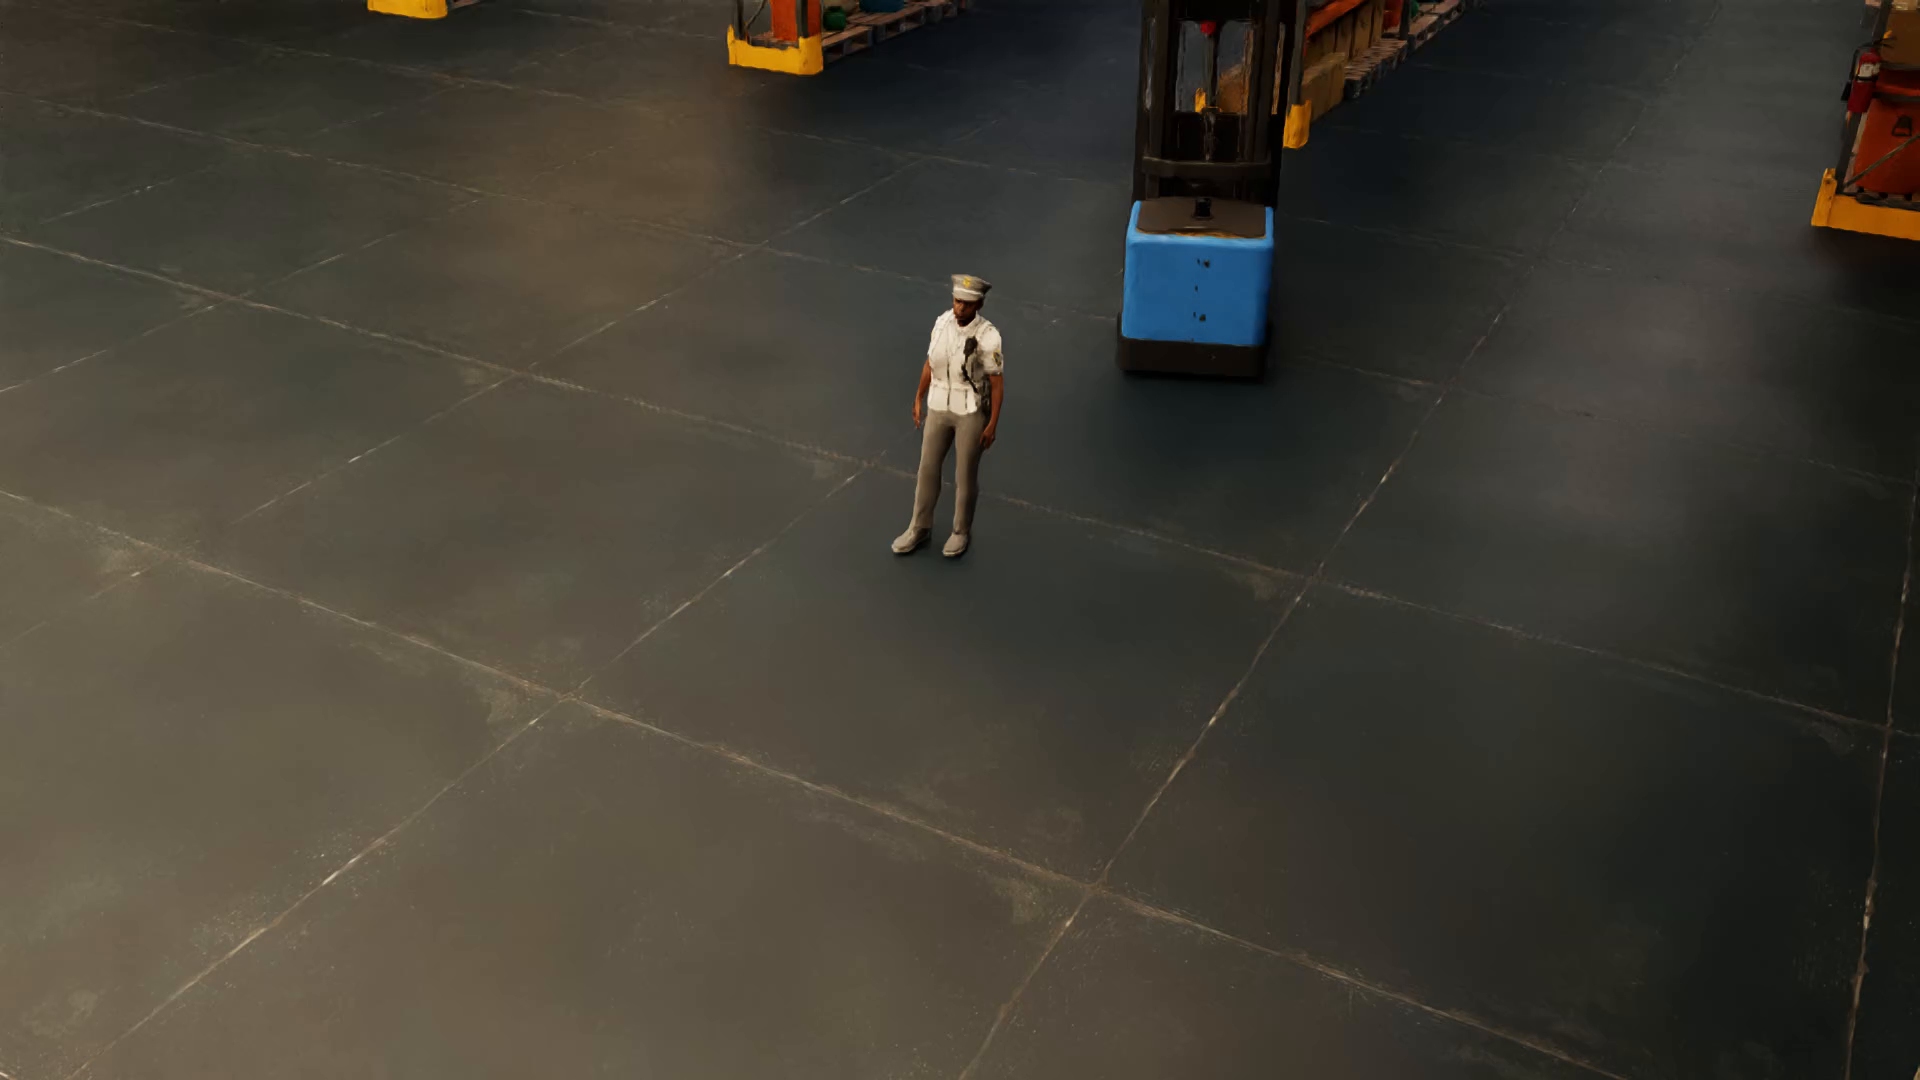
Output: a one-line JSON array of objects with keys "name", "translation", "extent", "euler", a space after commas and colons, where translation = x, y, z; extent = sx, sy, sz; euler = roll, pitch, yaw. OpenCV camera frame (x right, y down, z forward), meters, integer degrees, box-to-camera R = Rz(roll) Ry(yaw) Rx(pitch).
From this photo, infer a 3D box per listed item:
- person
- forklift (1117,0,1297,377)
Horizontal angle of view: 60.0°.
[{"name": "person", "translation": [-0.054, -0.712, 9.527], "extent": [0.570, 1.695, 0.529], "euler": [15, 33, 25]}, {"name": "forklift", "translation": [1.886, -3.150, 12.529], "extent": [1.130, 2.935, 3.031], "euler": [4, 30, 8]}]
